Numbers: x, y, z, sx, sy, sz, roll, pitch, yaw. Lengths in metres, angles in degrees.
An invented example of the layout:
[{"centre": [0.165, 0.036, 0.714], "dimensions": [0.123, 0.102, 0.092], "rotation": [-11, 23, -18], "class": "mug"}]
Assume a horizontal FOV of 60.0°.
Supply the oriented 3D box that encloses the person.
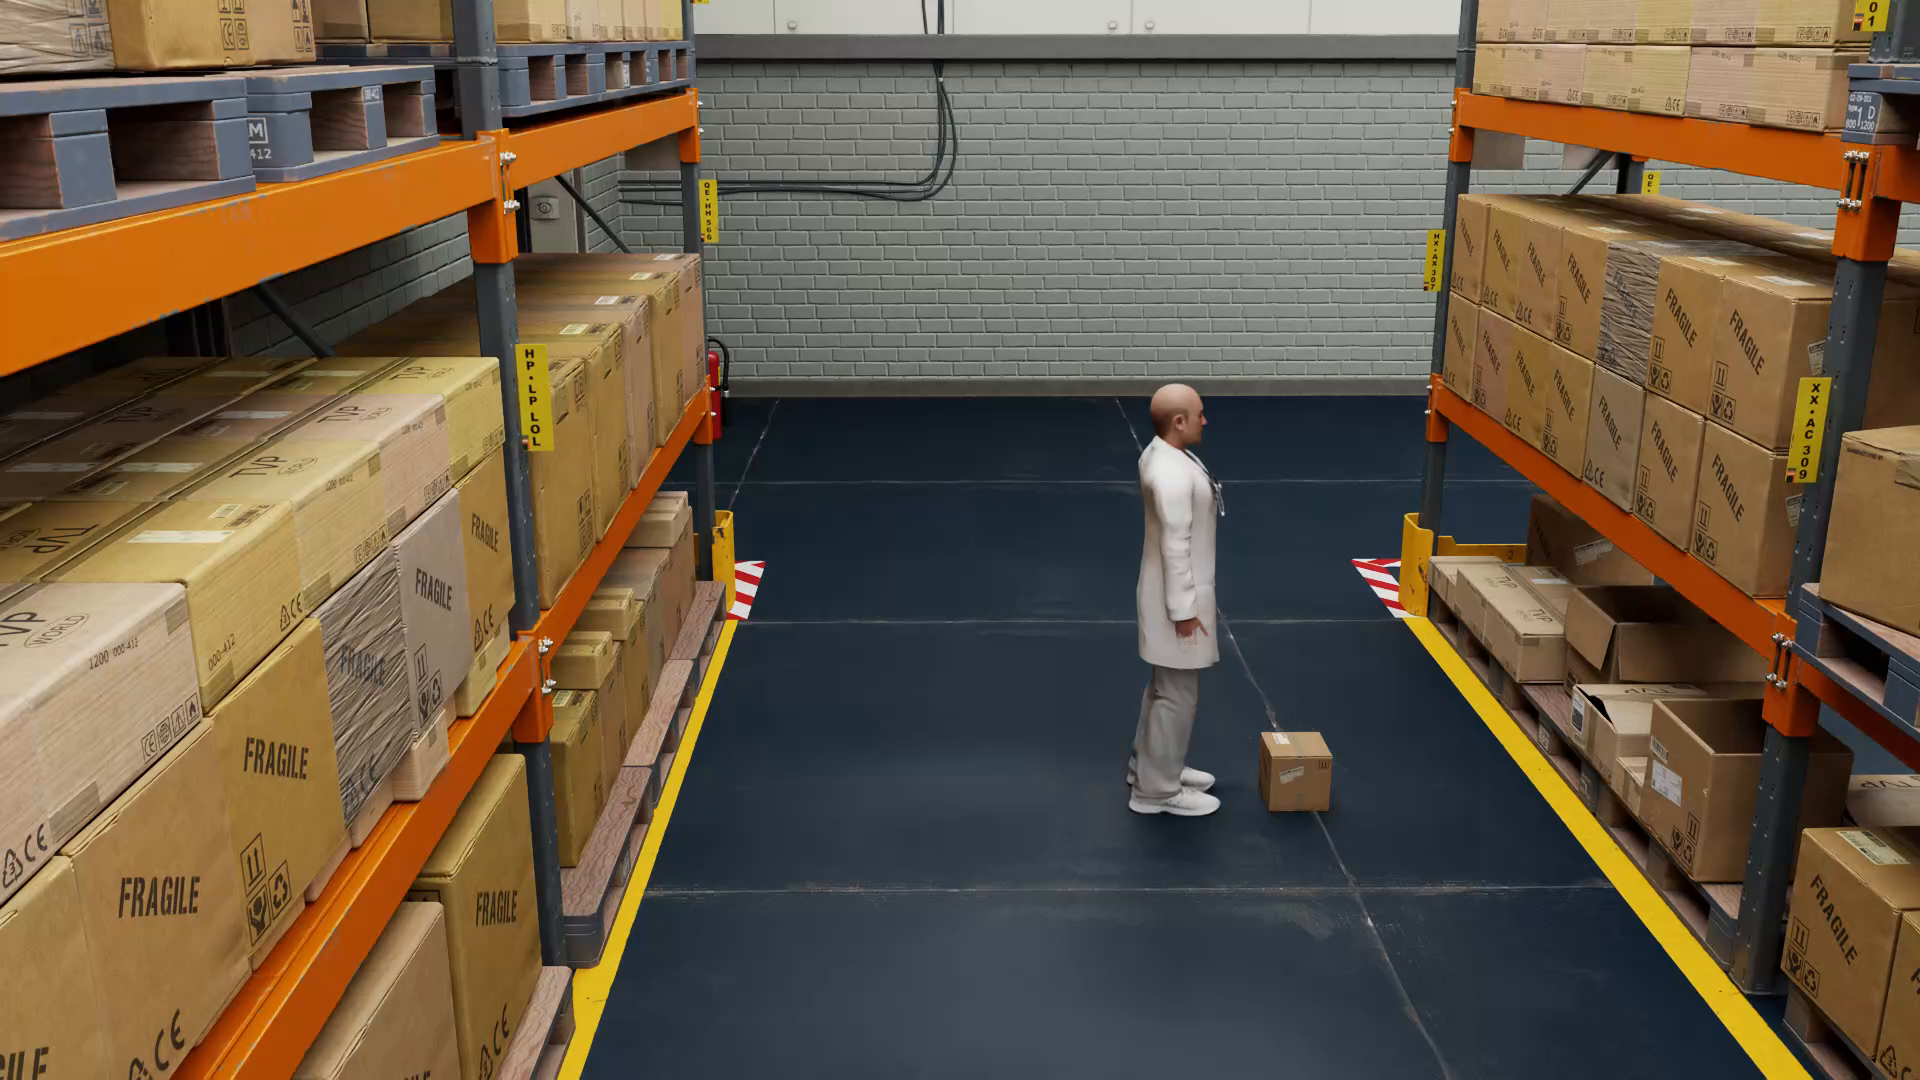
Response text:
[{"centre": [0.896, 0.241, 6.775], "dimensions": [0.386, 1.778, 0.571], "rotation": [0, 17, 0], "class": "person"}]
